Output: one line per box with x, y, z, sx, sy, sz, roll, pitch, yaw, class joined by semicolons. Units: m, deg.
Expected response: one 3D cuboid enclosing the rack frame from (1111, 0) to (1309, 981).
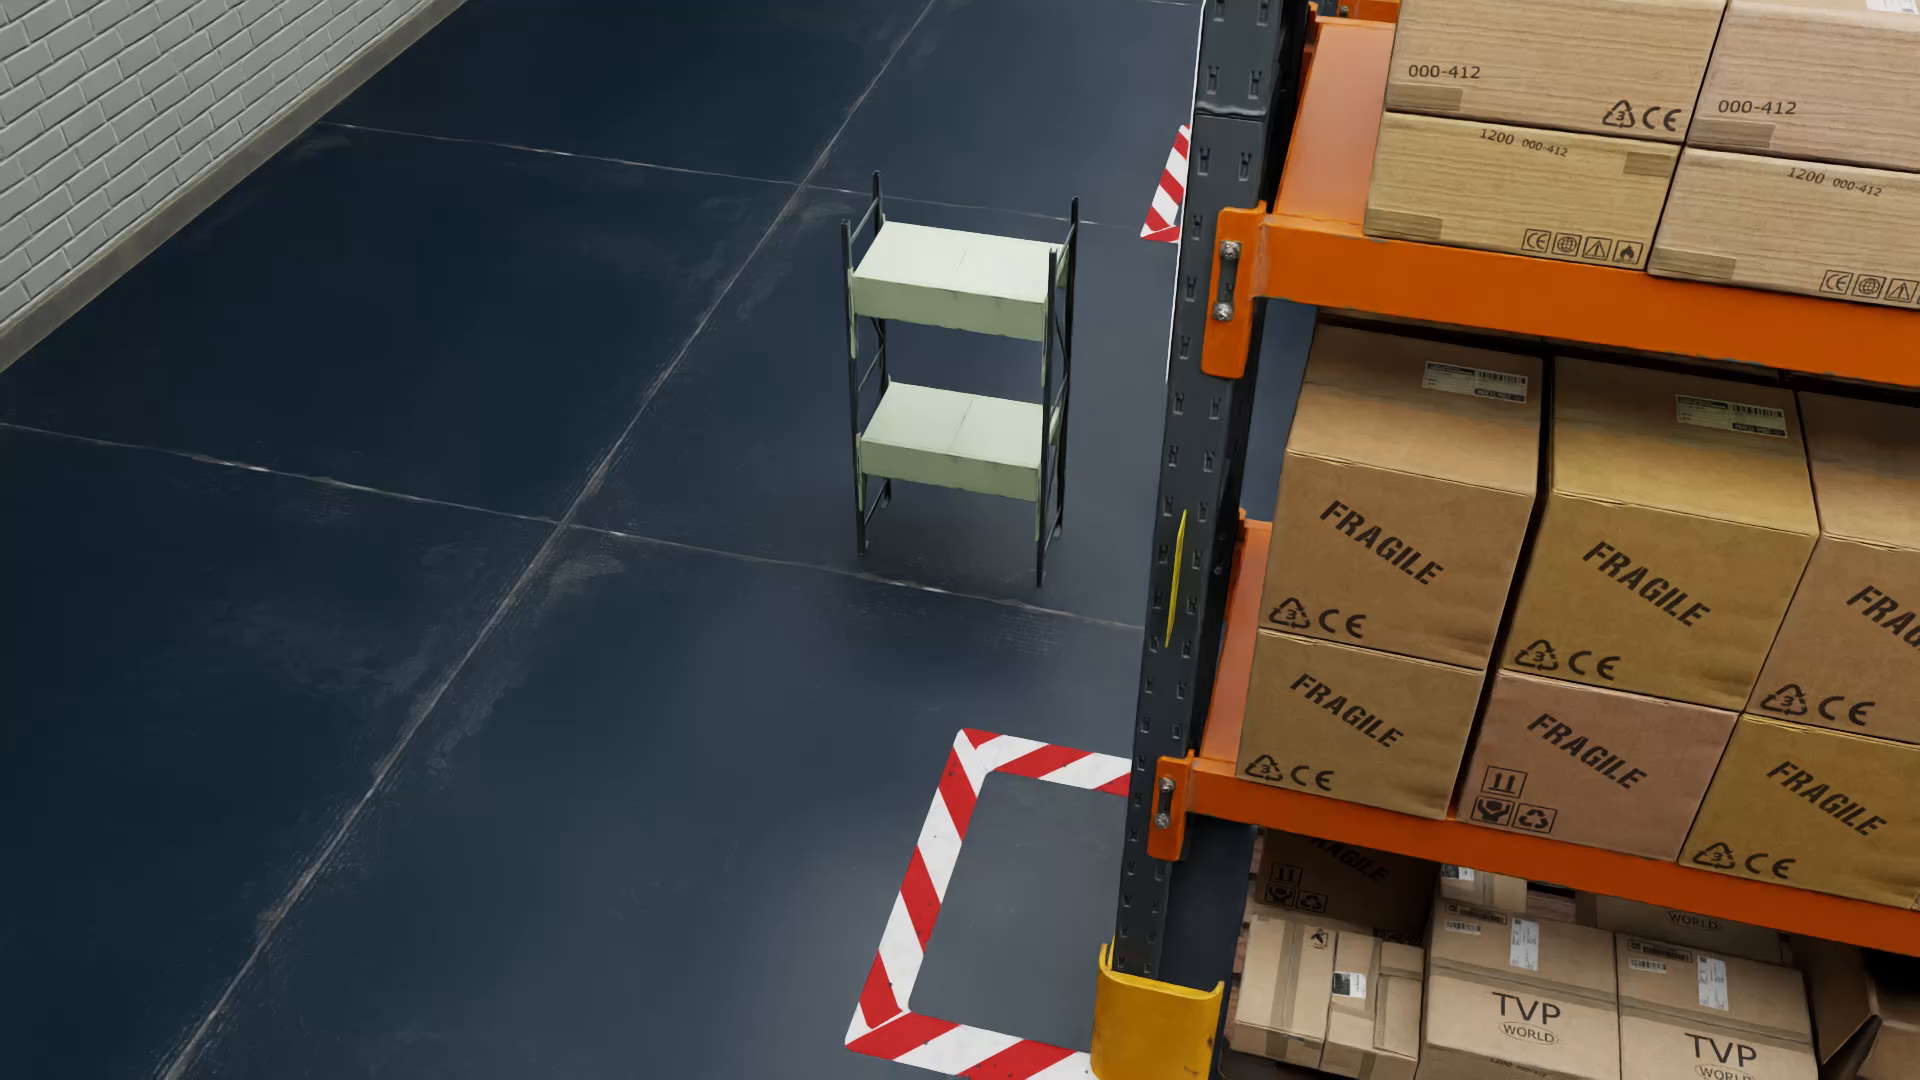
0.613;0.081;4.322;0.127;3.000;1.000;10;41;11;rack frame

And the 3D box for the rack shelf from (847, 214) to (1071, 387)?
0.006;-0.872;6.015;0.720;0.370;0.431;10;41;11;rack shelf

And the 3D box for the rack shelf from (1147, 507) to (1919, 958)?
2.545;0.689;4.157;4.000;0.370;1.077;10;41;11;rack shelf

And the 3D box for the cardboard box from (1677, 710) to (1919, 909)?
1.957;0.448;3.807;0.500;0.500;0.500;10;41;11;cardboard box

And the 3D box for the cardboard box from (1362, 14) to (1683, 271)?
1.044;-0.767;3.116;0.500;0.250;0.500;10;41;11;cardboard box

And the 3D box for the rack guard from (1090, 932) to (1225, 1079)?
0.687;1.050;5.111;0.348;0.500;1.175;10;41;11;rack guard

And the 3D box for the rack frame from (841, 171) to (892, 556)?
-0.347;-0.634;6.339;0.023;1.500;0.400;10;41;11;rack frame

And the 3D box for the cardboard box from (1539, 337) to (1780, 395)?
1.602;-0.354;3.984;0.500;0.500;0.500;11;41;13;cardboard box

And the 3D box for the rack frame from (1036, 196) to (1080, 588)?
0.360;-0.512;6.194;0.023;1.500;0.400;10;41;11;rack frame

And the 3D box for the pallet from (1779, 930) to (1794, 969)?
2.632;1.497;4.803;1.213;0.211;1.003;10;41;11;pallet

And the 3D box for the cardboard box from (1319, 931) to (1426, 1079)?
1.170;1.322;4.705;0.250;0.166;0.380;10;41;11;cardboard box

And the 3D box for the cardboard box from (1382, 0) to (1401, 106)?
1.178;-1.089;3.499;0.500;0.250;0.500;10;41;11;cardboard box

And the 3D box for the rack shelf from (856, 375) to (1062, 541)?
0.006;-0.324;6.476;0.720;0.370;0.431;10;41;11;rack shelf

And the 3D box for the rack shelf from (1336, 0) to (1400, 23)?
3.829;-2.388;7.821;4.000;0.370;1.077;10;41;11;rack shelf

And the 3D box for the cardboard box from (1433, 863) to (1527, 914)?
1.570;1.058;5.019;0.250;0.166;0.380;10;41;11;cardboard box

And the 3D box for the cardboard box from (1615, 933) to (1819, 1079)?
2.031;1.398;4.549;0.500;0.250;0.500;10;41;11;cardboard box

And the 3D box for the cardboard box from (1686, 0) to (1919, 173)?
1.523;-0.867;2.846;0.500;0.250;0.500;10;41;11;cardboard box

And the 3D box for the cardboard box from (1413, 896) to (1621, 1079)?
1.548;1.315;4.648;0.500;0.250;0.500;10;41;11;cardboard box

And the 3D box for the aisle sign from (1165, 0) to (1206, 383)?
0.471;-0.744;3.282;0.004;0.787;0.394;10;41;11;aisle sign

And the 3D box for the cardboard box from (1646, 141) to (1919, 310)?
1.523;-0.676;3.007;0.500;0.250;0.500;10;41;11;cardboard box

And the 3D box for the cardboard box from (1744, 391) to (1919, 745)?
1.963;0.065;3.485;0.500;0.500;0.500;10;41;12;cardboard box

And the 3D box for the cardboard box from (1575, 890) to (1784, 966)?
2.112;1.079;4.929;0.500;0.250;0.500;10;41;11;cardboard box

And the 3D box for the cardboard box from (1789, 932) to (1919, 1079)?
2.661;1.224;4.559;0.637;0.503;0.797;10;41;11;cardboard box

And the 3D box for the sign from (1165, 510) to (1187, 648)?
0.473;0.086;3.642;0.005;0.325;0.100;10;41;11;sign

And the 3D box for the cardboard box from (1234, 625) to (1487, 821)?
0.974;0.280;4.007;0.500;0.500;0.500;11;41;12;cardboard box

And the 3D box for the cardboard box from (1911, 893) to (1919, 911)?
2.440;0.532;3.707;0.500;0.500;0.500;10;41;12;cardboard box

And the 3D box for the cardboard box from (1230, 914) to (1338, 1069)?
0.929;1.287;4.760;0.250;0.149;0.380;10;41;11;cardboard box

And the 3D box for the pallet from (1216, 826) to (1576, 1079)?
1.457;1.293;5.046;1.213;0.211;1.003;10;41;11;pallet

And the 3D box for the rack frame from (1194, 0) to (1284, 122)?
0.613;-2.217;2.392;0.127;3.000;1.000;10;41;11;rack frame

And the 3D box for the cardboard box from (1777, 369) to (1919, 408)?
2.104;-0.271;3.885;0.500;0.500;0.500;11;41;13;cardboard box

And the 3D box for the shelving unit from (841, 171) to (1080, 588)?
0.006;-0.573;6.266;0.755;1.500;0.431;10;41;11;shelving unit

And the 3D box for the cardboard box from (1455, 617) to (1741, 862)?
1.473;0.362;3.908;0.500;0.500;0.500;9;41;11;cardboard box

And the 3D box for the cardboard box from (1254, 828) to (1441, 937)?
1.202;0.807;5.059;0.500;0.500;0.500;10;41;11;cardboard box

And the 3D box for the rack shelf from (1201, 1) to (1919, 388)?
2.545;-0.460;3.193;4.000;0.370;1.077;10;41;11;rack shelf

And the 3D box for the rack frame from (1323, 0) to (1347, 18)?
1.897;-2.996;7.985;0.127;3.000;1.000;10;41;11;rack frame

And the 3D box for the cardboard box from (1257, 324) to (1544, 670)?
0.974;-0.103;3.685;0.500;0.500;0.500;11;41;13;cardboard box

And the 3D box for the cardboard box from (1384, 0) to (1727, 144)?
1.042;-0.955;2.950;0.500;0.250;0.500;10;41;11;cardboard box

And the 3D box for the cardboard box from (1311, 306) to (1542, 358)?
1.114;-0.437;4.083;0.500;0.500;0.500;9;41;11;cardboard box

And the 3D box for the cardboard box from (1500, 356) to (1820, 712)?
1.481;-0.021;3.587;0.500;0.500;0.500;10;41;12;cardboard box
